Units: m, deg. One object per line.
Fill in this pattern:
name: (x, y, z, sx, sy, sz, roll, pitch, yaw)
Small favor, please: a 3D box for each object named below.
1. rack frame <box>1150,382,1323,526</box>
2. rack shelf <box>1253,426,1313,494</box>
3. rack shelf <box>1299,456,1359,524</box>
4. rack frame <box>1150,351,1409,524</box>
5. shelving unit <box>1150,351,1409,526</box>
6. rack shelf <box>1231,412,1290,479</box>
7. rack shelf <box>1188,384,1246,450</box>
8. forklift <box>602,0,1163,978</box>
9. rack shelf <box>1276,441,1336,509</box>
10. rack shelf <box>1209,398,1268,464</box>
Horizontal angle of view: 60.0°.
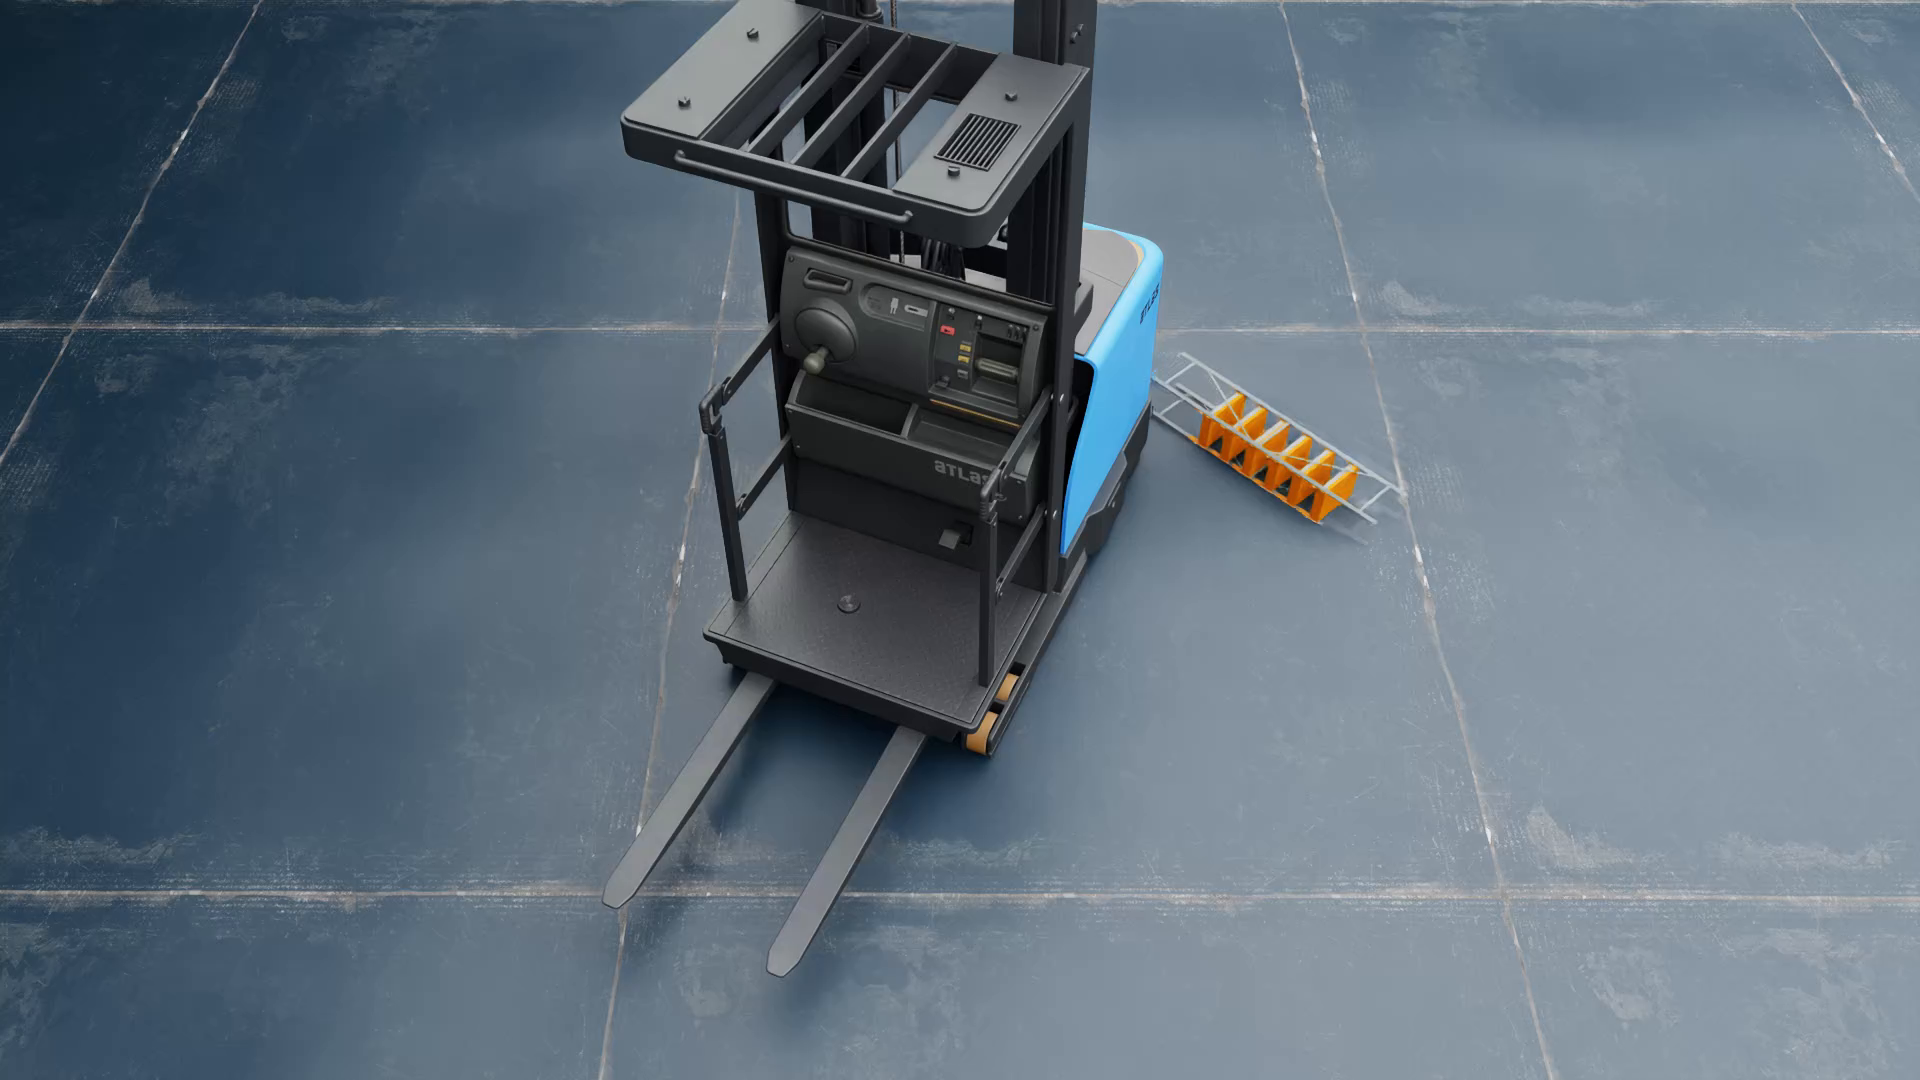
rack frame: (1.313, -0.323, 7.124, 0.240, 0.006, 1.200, -35, 58, -30)
rack shelf: (1.370, -0.344, 7.022, 0.258, 0.180, 0.103, -35, 58, -30)
rack shelf: (1.538, -0.215, 6.910, 0.258, 0.180, 0.103, -35, 58, -30)
rack frame: (1.320, -0.447, 6.990, 0.240, 0.006, 1.200, -35, 58, -30)
shelving unit: (1.316, -0.385, 7.057, 0.258, 0.189, 1.200, -35, 58, -30)
rack shelf: (1.285, -0.409, 7.077, 0.258, 0.180, 0.103, -35, 58, -30)
rack shelf: (1.117, -0.538, 7.189, 0.258, 0.180, 0.103, -35, 58, -30)
forklift: (-0.254, -0.578, 5.367, 1.130, 2.935, 3.031, 18, 50, 16)
rack shelf: (1.454, -0.279, 6.966, 0.258, 0.180, 0.103, -35, 58, -30)
rack shelf: (1.201, -0.474, 7.133, 0.258, 0.180, 0.103, -35, 58, -30)
